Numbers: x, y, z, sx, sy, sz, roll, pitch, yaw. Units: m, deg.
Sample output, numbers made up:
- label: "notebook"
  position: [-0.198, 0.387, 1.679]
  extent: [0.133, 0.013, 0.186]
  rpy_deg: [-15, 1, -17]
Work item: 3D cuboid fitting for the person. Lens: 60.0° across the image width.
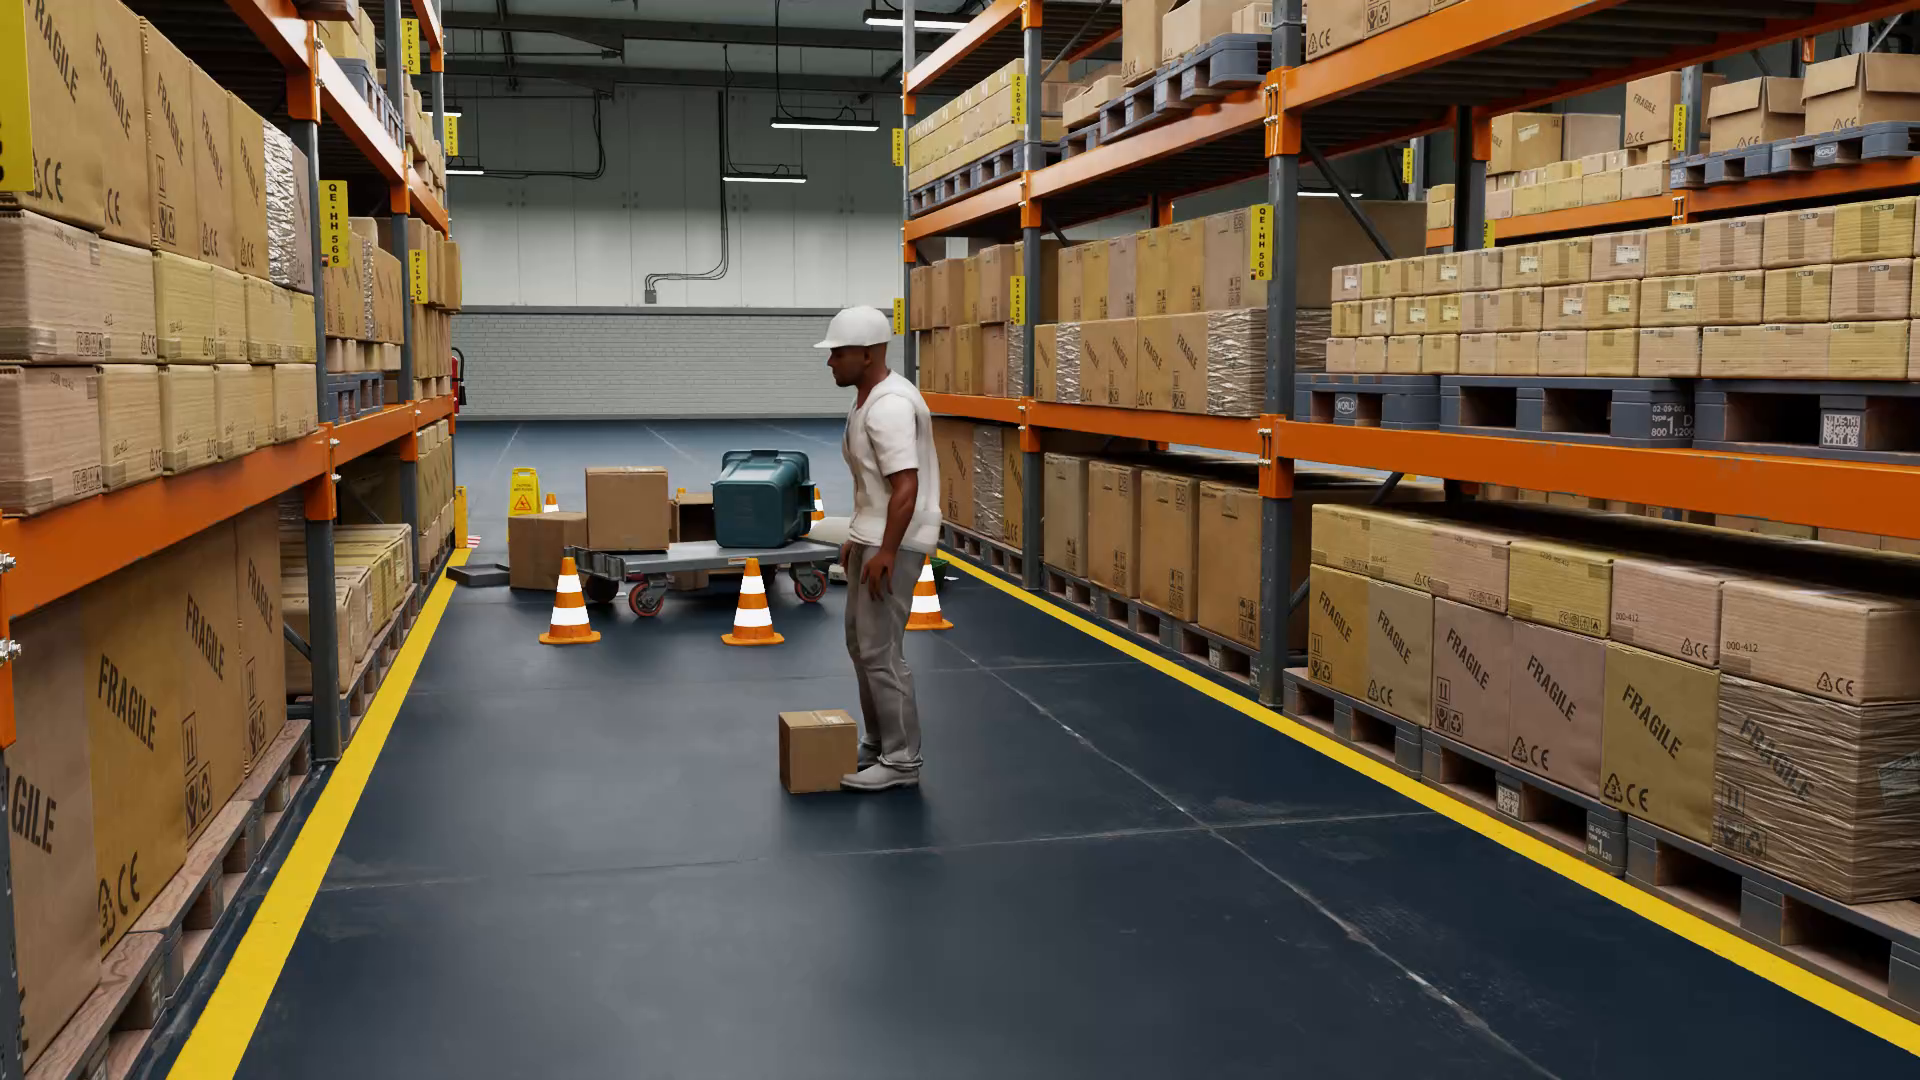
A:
- label: "person"
  position: [-0.310, 0.023, 6.149]
  extent: [0.456, 1.761, 0.627]
  rpy_deg: [-1, 6, -13]
